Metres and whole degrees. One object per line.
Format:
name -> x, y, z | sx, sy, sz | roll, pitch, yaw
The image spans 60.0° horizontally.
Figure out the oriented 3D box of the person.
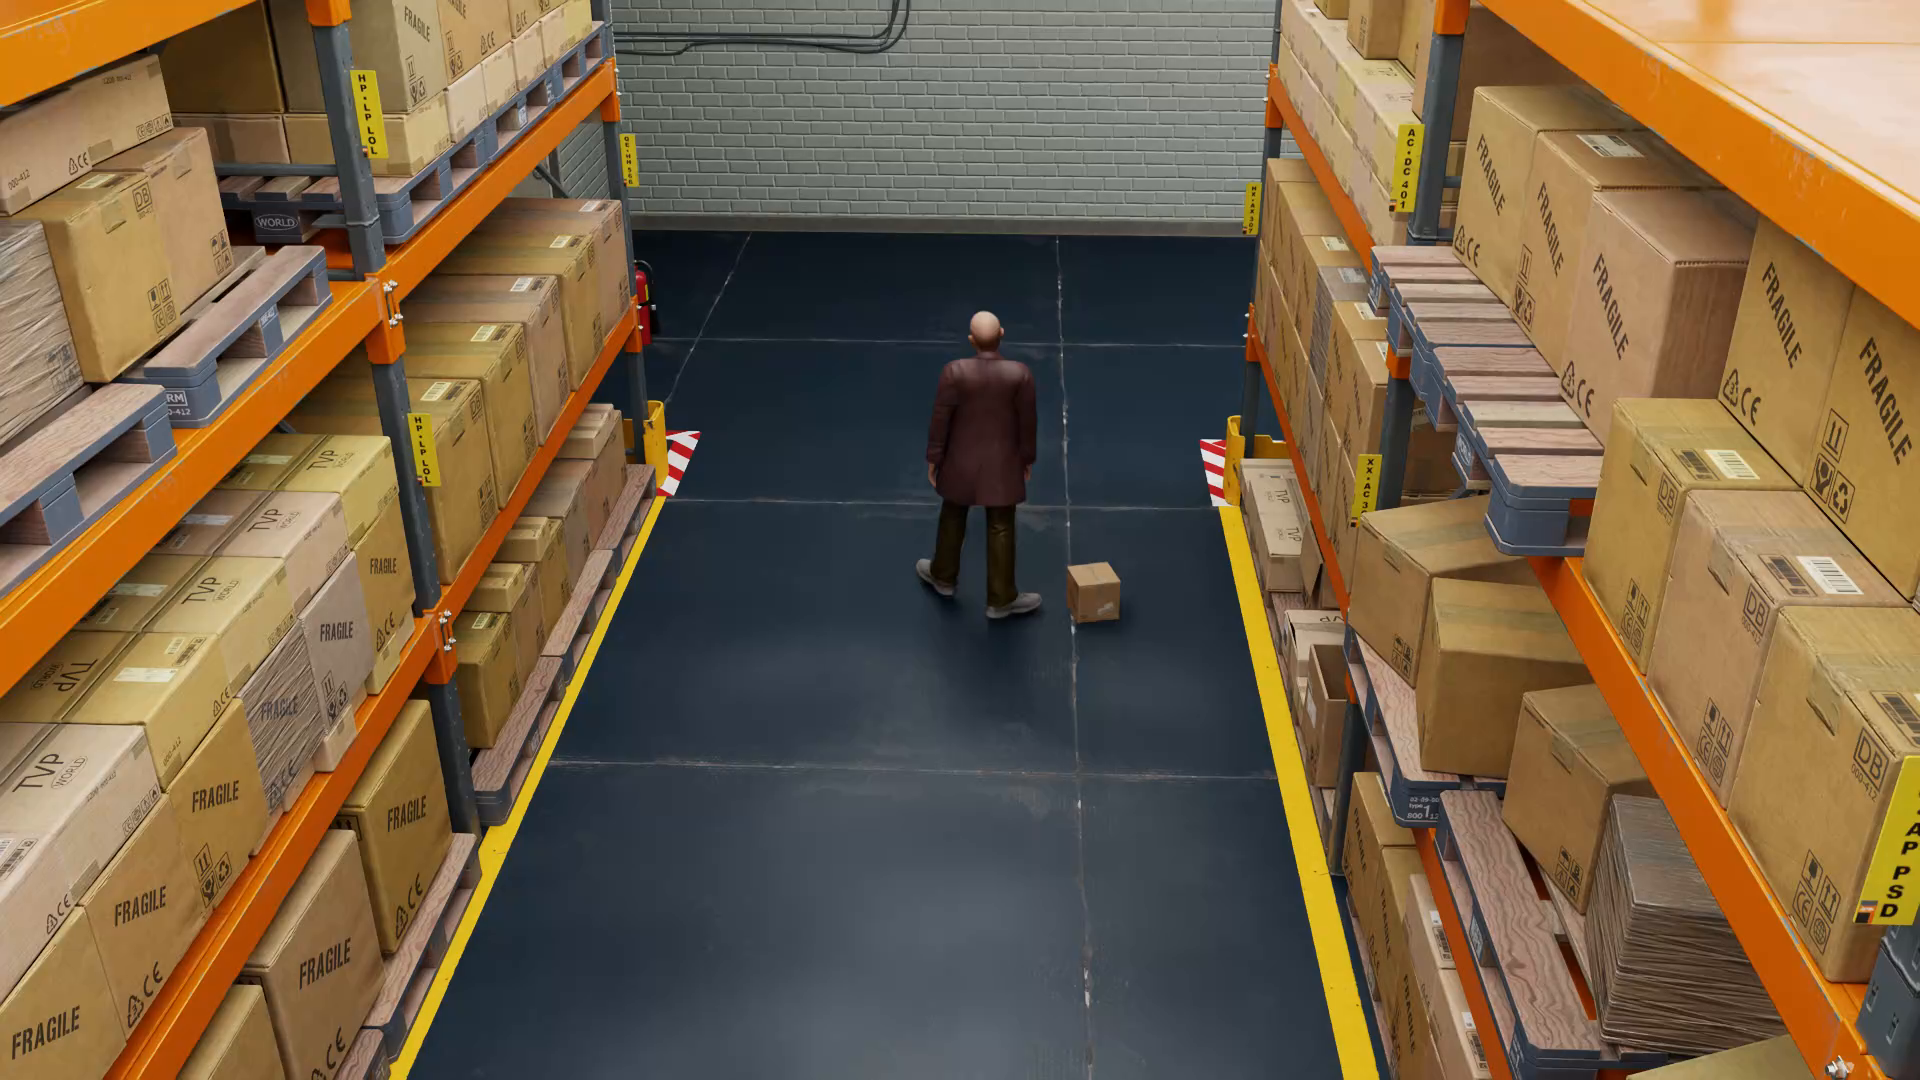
person -> 0.100, -0.452, 9.445 | 0.771, 1.771, 0.577 | 2, 28, 4
